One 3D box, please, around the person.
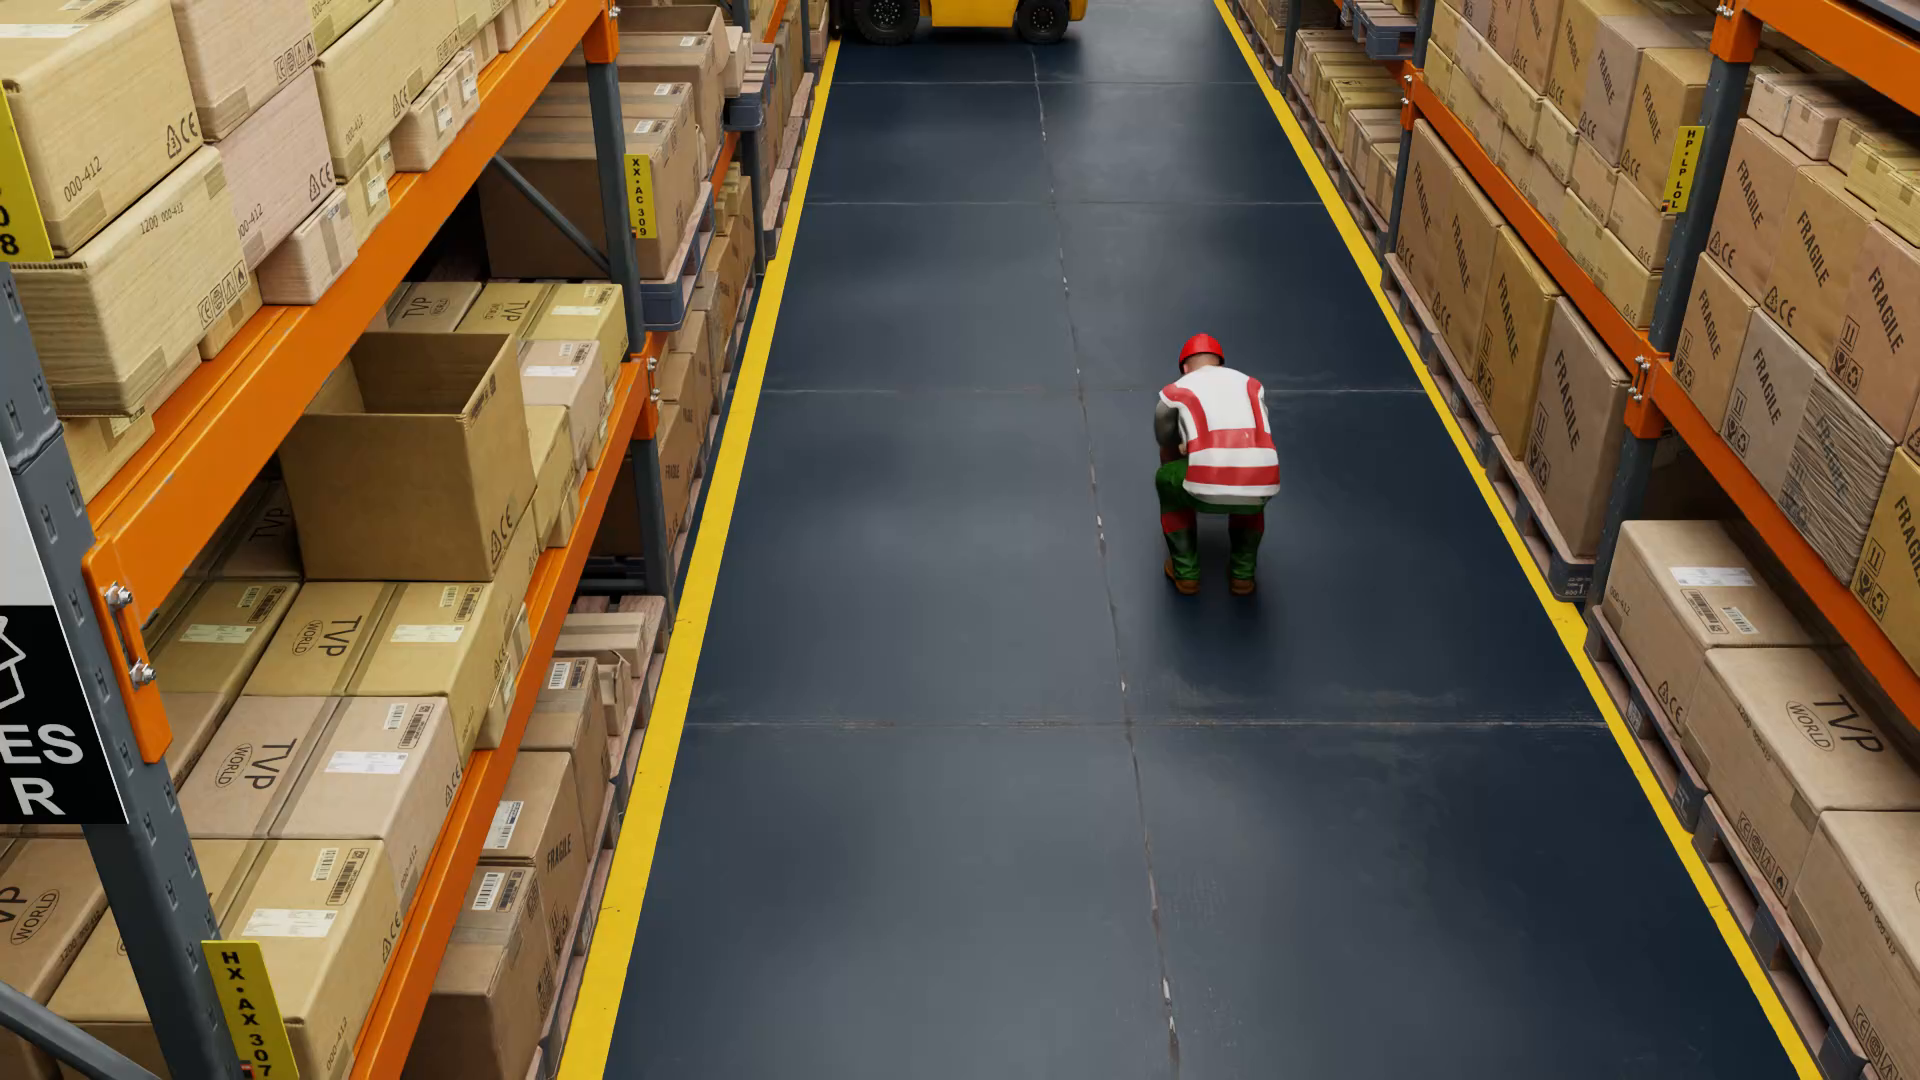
[{"bbox_3d":[1.134,-0.314,7.407,0.530,0.985,0.922,-1,31,-2],"label":"person"}]
